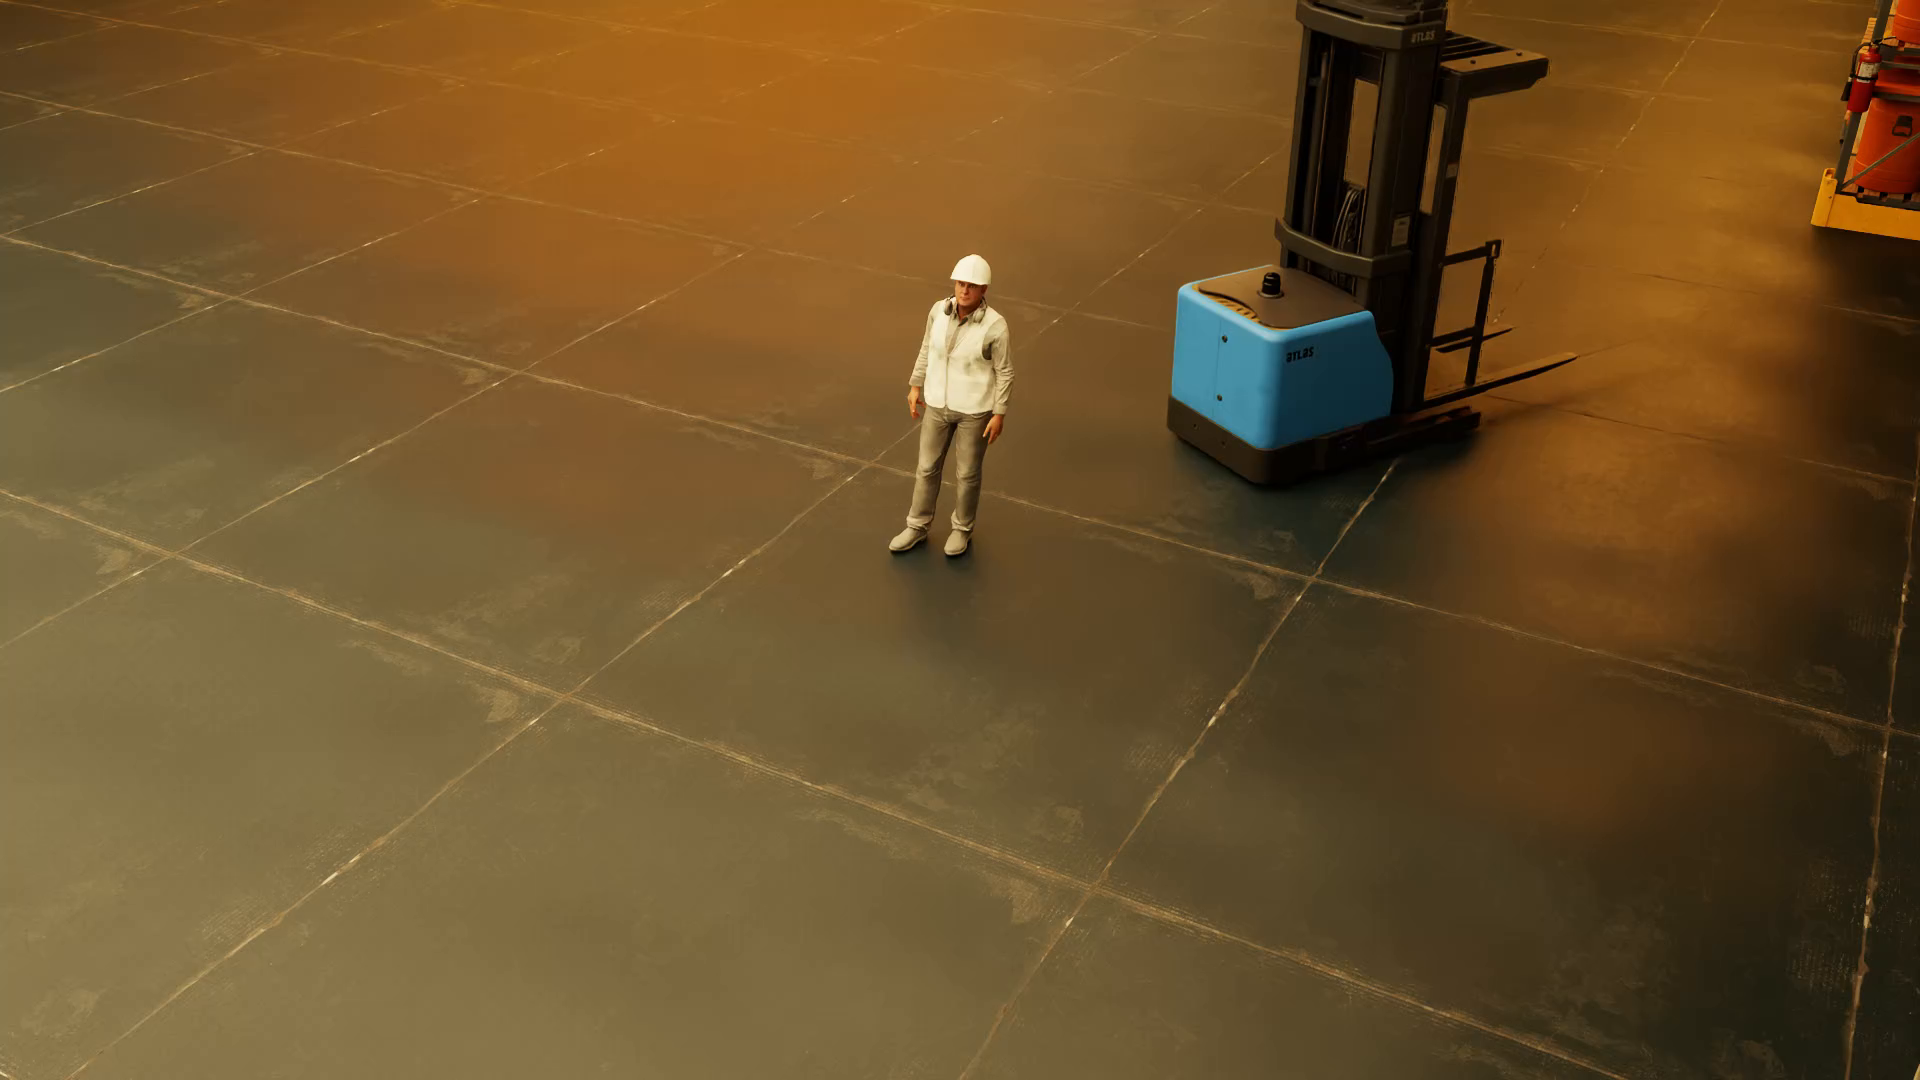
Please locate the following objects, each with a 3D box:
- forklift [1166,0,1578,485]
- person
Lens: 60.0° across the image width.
[{"bbox_3d":[2.922,-2.147,10.791,3.031,2.935,1.130,-16,34,-26],"label":"forklift"},{"bbox_3d":[-0.037,-0.750,9.512,0.632,1.773,0.568,15,33,25],"label":"person"}]
